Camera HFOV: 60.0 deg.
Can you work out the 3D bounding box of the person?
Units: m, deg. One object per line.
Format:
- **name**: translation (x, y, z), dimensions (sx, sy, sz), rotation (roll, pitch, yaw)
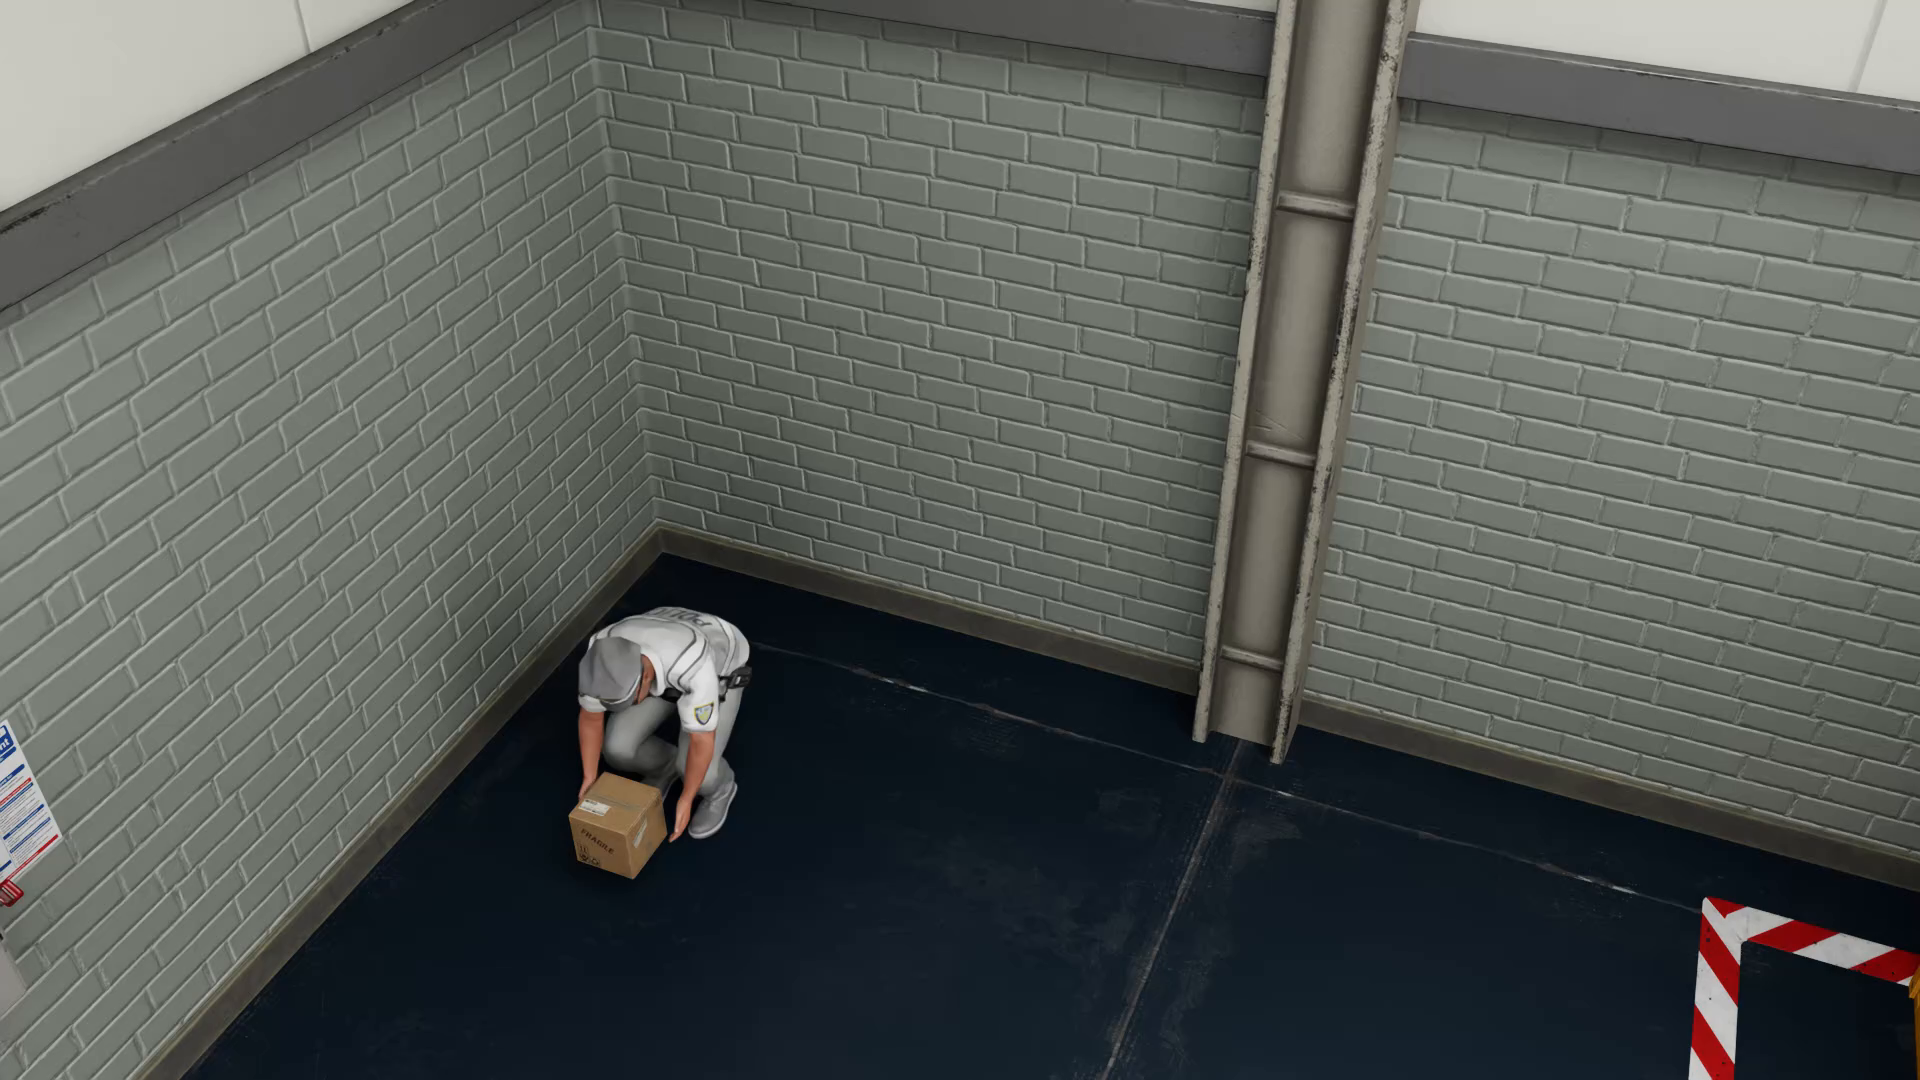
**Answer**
- **person**: translation (-1.120, 0.669, 6.424), dimensions (0.577, 1.165, 0.903), rotation (14, 39, 18)
